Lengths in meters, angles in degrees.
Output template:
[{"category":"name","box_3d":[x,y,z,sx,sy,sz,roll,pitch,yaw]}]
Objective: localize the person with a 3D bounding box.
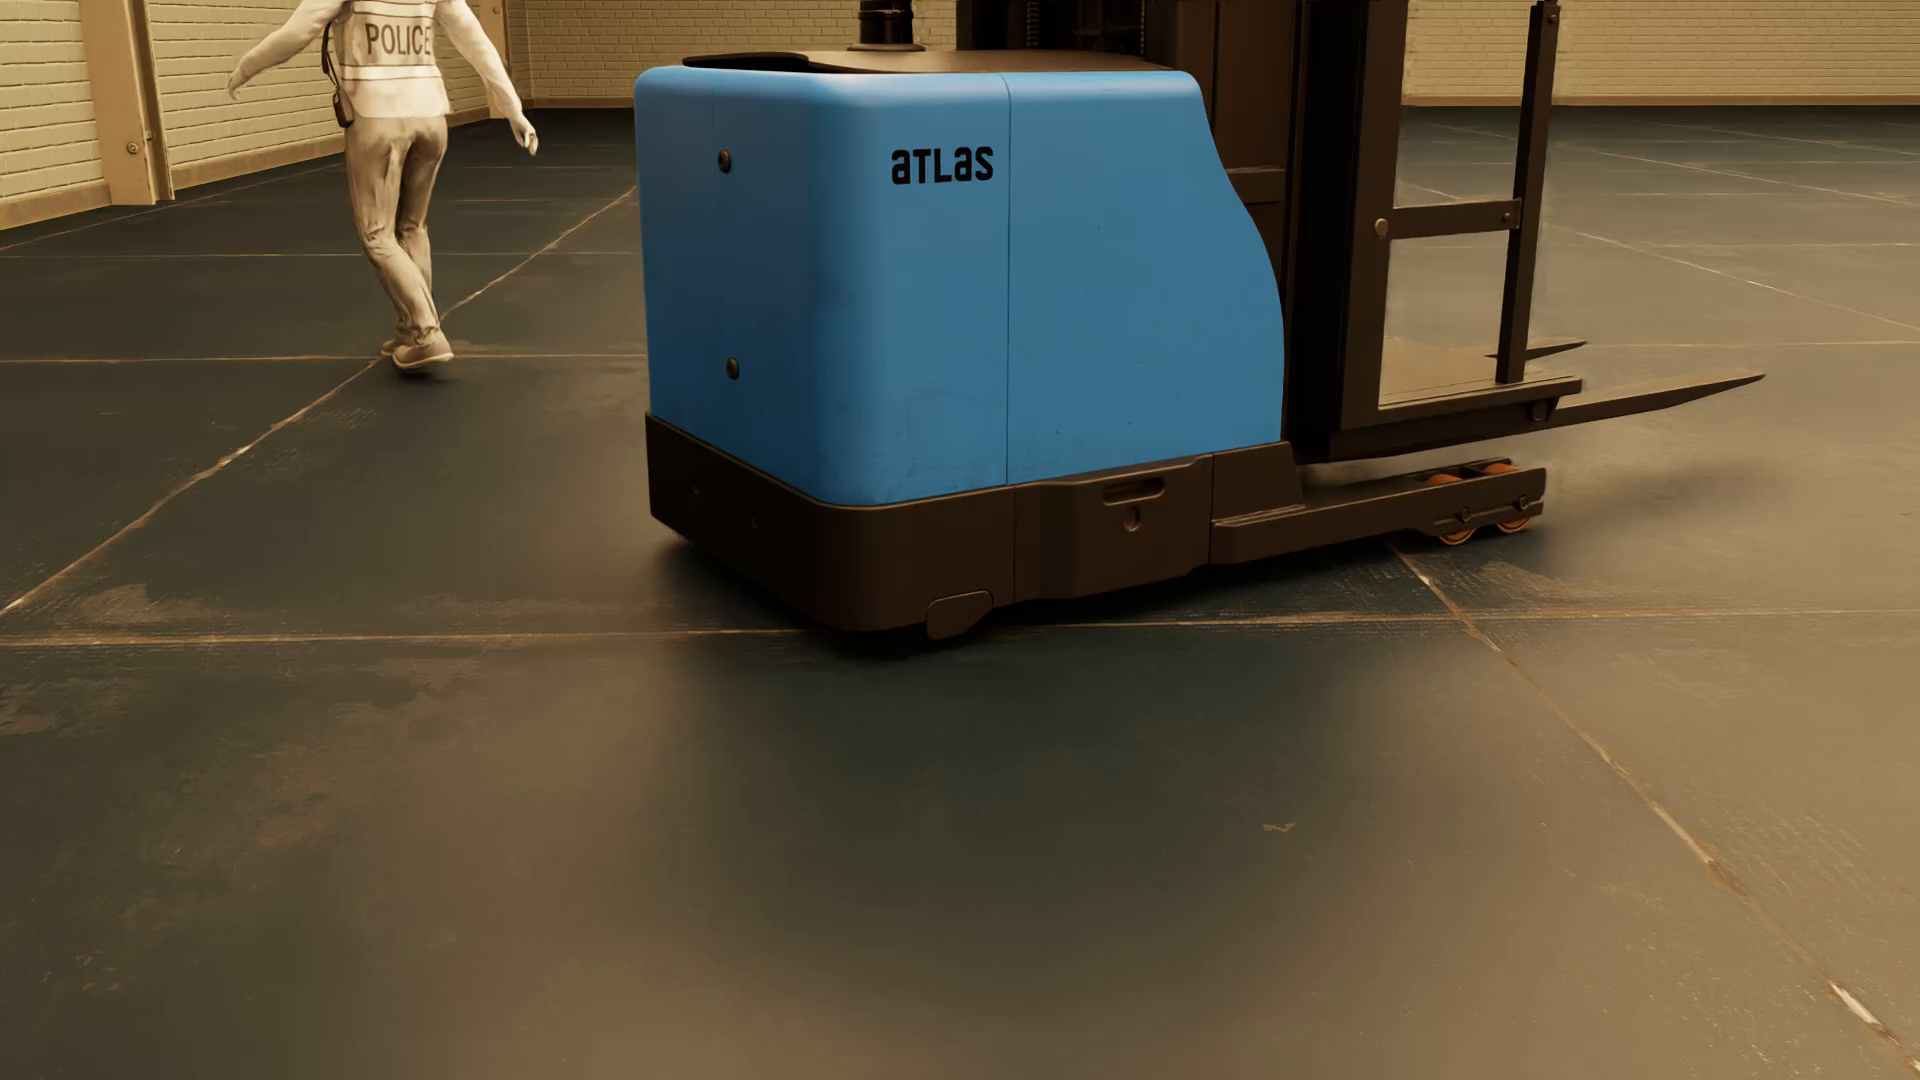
[{"category":"person","box_3d":[-1.948,-1.415,5.763,0.726,1.650,0.879,15,23,40]}]

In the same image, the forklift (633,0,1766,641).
[{"category":"forklift","box_3d":[0.804,-1.510,3.843,3.031,2.935,1.130,-10,20,-30]}]
